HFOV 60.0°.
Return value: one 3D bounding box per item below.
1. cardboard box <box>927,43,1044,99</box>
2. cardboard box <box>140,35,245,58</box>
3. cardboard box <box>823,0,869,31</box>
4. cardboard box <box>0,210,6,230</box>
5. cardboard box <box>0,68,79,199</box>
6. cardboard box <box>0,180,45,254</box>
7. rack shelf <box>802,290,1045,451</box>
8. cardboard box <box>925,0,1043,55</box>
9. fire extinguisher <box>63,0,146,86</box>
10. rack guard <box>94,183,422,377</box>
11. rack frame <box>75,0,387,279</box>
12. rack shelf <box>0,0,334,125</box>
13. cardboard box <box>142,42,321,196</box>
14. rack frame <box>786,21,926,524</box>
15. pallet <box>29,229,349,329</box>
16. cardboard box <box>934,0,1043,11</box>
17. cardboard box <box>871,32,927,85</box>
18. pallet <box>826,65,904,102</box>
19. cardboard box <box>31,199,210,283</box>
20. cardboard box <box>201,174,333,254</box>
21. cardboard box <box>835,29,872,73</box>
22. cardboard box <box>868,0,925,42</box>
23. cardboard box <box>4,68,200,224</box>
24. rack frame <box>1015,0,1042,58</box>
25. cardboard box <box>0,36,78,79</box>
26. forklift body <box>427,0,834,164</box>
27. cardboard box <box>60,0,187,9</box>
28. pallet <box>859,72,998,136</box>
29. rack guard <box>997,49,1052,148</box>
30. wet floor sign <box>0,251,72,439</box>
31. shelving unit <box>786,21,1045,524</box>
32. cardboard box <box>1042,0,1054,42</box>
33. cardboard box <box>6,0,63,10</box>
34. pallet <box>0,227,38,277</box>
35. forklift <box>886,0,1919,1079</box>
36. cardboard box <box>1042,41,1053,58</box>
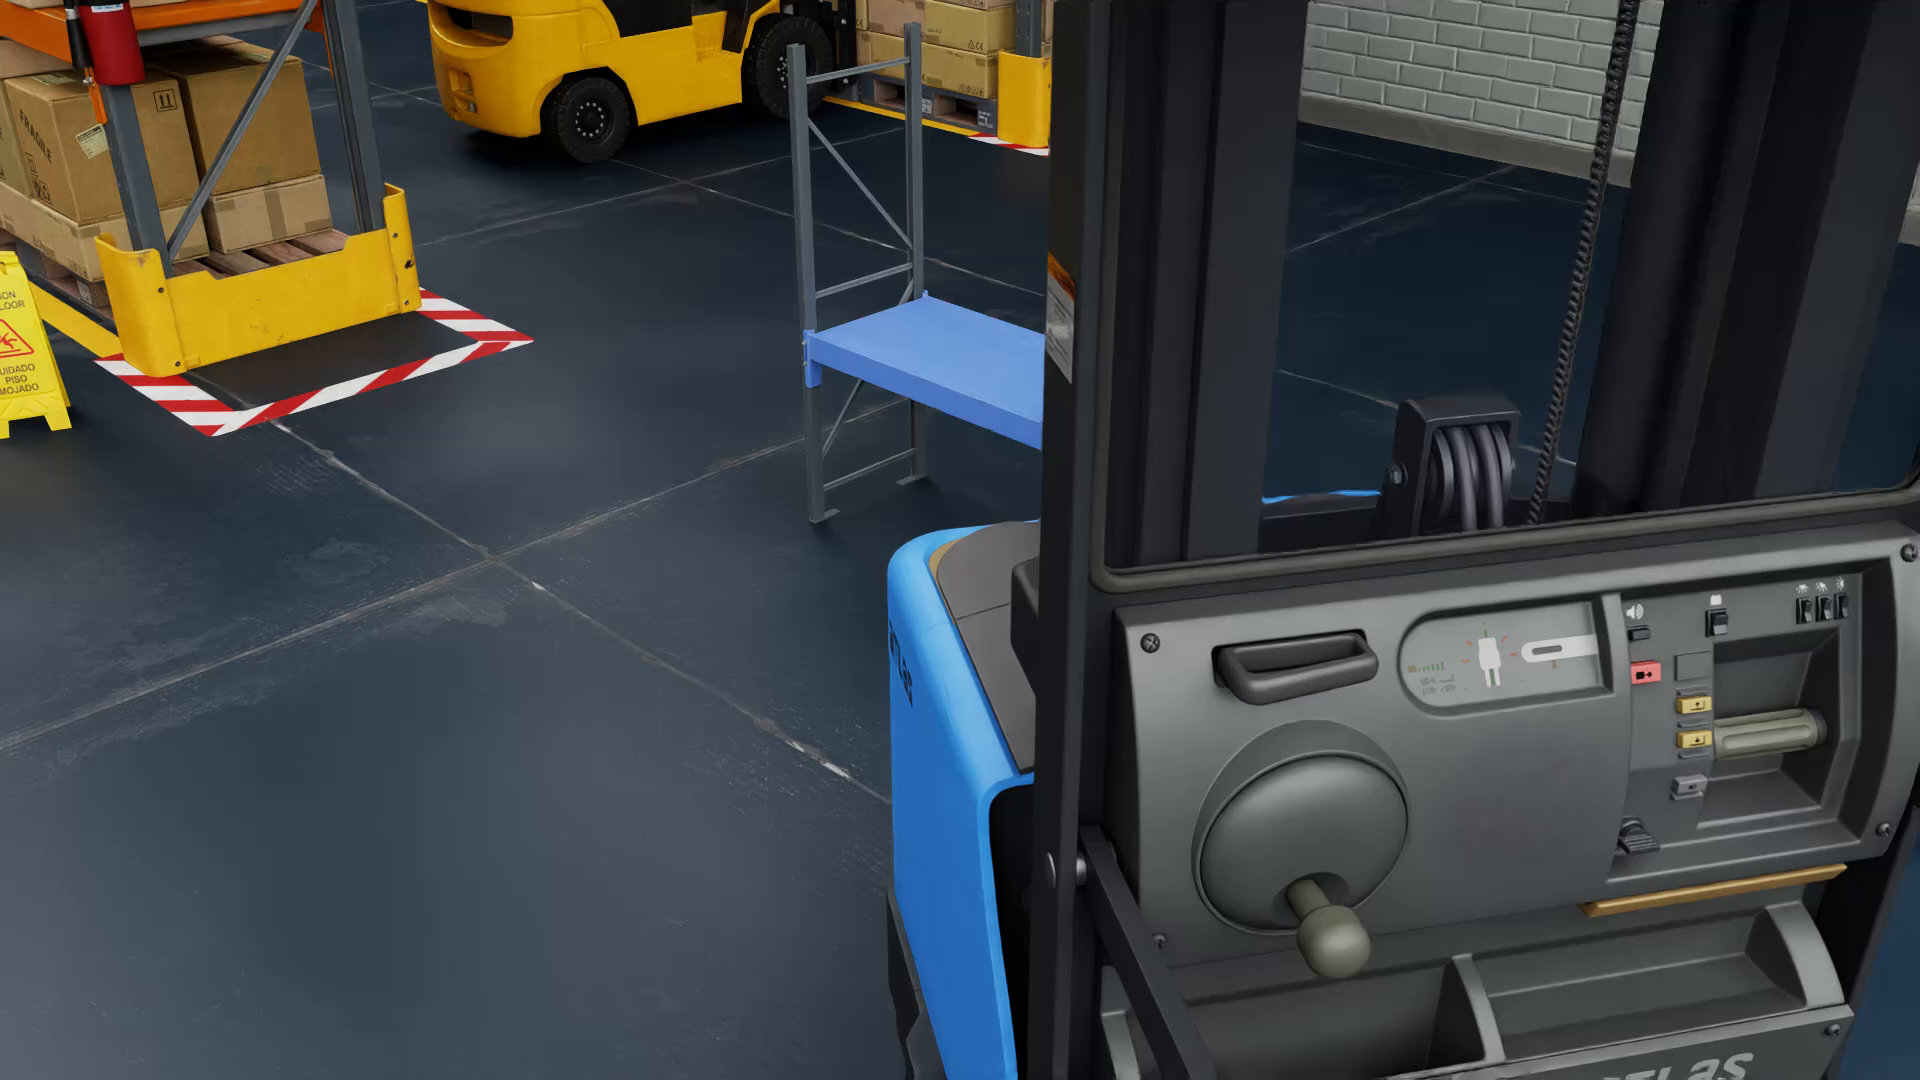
[{"bbox_3d":[0.151,-2.836,9.925,0.500,0.250,0.500,25,37,39],"label":"cardboard box"},{"bbox_3d":[-3.545,-2.003,7.534,0.500,0.500,0.500,23,35,37],"label":"cardboard box"},{"bbox_3d":[-0.592,-3.393,10.446,0.500,0.250,0.500,24,36,37],"label":"cardboard box"},{"bbox_3d":[-4.276,-1.655,7.677,0.500,0.250,0.500,23,35,37],"label":"cardboard box"},{"bbox_3d":[-3.899,-1.815,7.177,0.500,0.500,0.500,-24,36,-37],"label":"cardboard box"},{"bbox_3d":[-3.899,-1.486,7.356,0.500,0.250,0.500,25,37,39],"label":"cardboard box"},{"bbox_3d":[0.061,-0.477,4.932,1.000,0.185,0.538,25,36,38],"label":"rack shelf"},{"bbox_3d":[0.141,-3.064,9.821,0.500,0.250,0.500,24,36,38],"label":"cardboard box"},{"bbox_3d":[-3.012,-1.946,5.811,0.183,0.674,0.296,25,36,38],"label":"fire extinguisher"},{"bbox_3d":[-2.824,-1.089,6.784,0.348,0.500,1.175,25,36,38],"label":"rack guard"},{"bbox_3d":[-2.770,-2.171,6.155,0.127,3.000,1.000,25,36,38],"label":"rack frame"},{"bbox_3d":[-4.196,-2.505,7.564,4.000,0.370,1.077,25,36,38],"label":"rack shelf"},{"bbox_3d":[-3.169,-1.834,7.212,0.500,0.500,0.500,23,36,37],"label":"cardboard box"},{"bbox_3d":[-0.302,-0.802,5.163,0.032,1.500,0.500,25,36,38],"label":"rack frame"},{"bbox_3d":[-3.379,-1.238,7.378,1.213,0.211,1.003,25,36,38],"label":"pallet"},{"bbox_3d":[0.160,-3.277,9.689,0.500,0.250,0.500,-24,36,-38],"label":"cardboard box"},{"bbox_3d":[-0.197,-3.002,10.239,0.500,0.250,0.500,25,36,38],"label":"cardboard box"},{"bbox_3d":[-0.733,-3.219,11.144,1.213,0.211,1.003,25,36,38],"label":"pallet"},{"bbox_3d":[-3.552,-1.322,7.044,0.500,0.250,0.500,24,36,38],"label":"cardboard box"},{"bbox_3d":[-3.151,-1.495,7.372,0.500,0.250,0.500,24,36,38],"label":"cardboard box"},{"bbox_3d":[-0.548,-3.168,10.555,0.500,0.250,0.500,-25,37,-39],"label":"cardboard box"},{"bbox_3d":[-0.209,-3.232,10.139,0.500,0.250,0.500,24,36,38],"label":"cardboard box"},{"bbox_3d":[-3.524,-1.646,6.855,0.500,0.500,0.500,25,37,39],"label":"cardboard box"},{"bbox_3d":[0.707,-3.819,9.290,0.127,3.000,1.000,25,36,38],"label":"rack frame"},{"bbox_3d":[-3.833,-2.031,6.890,0.380,0.149,0.250,-24,36,-38],"label":"cardboard box"},{"bbox_3d":[-1.924,-3.457,9.513,1.214,2.155,2.313,25,36,38],"label":"forklift body"},{"bbox_3d":[-3.187,-2.111,6.311,0.380,0.149,0.250,-24,36,-38],"label":"cardboard box"},{"bbox_3d":[0.133,-2.821,10.387,1.213,0.211,1.003,25,36,38],"label":"pallet"},{"bbox_3d":[0.724,-2.705,9.857,0.348,0.500,1.175,25,36,38],"label":"rack guard"},{"bbox_3d":[-3.385,-0.712,5.910,0.267,0.644,0.232,-13,30,-22],"label":"wet floor sign"},{"bbox_3d":[0.061,-0.636,4.848,1.048,1.500,0.538,25,36,38],"label":"shelving unit"},{"bbox_3d":[0.518,-3.232,10.139,0.500,0.250,0.500,-25,36,-38],"label":"cardboard box"},{"bbox_3d":[-3.445,-2.156,6.398,0.250,0.149,0.380,24,36,38],"label":"cardboard box"},{"bbox_3d":[-4.245,-1.636,8.135,1.213,0.211,1.003,25,36,38],"label":"pallet"},{"bbox_3d":[0.675,0.260,1.606,1.130,2.935,3.031,-6,28,-11],"label":"forklift"},{"bbox_3d":[0.494,-3.013,10.261,0.500,0.250,0.500,25,37,39],"label":"cardboard box"}]
